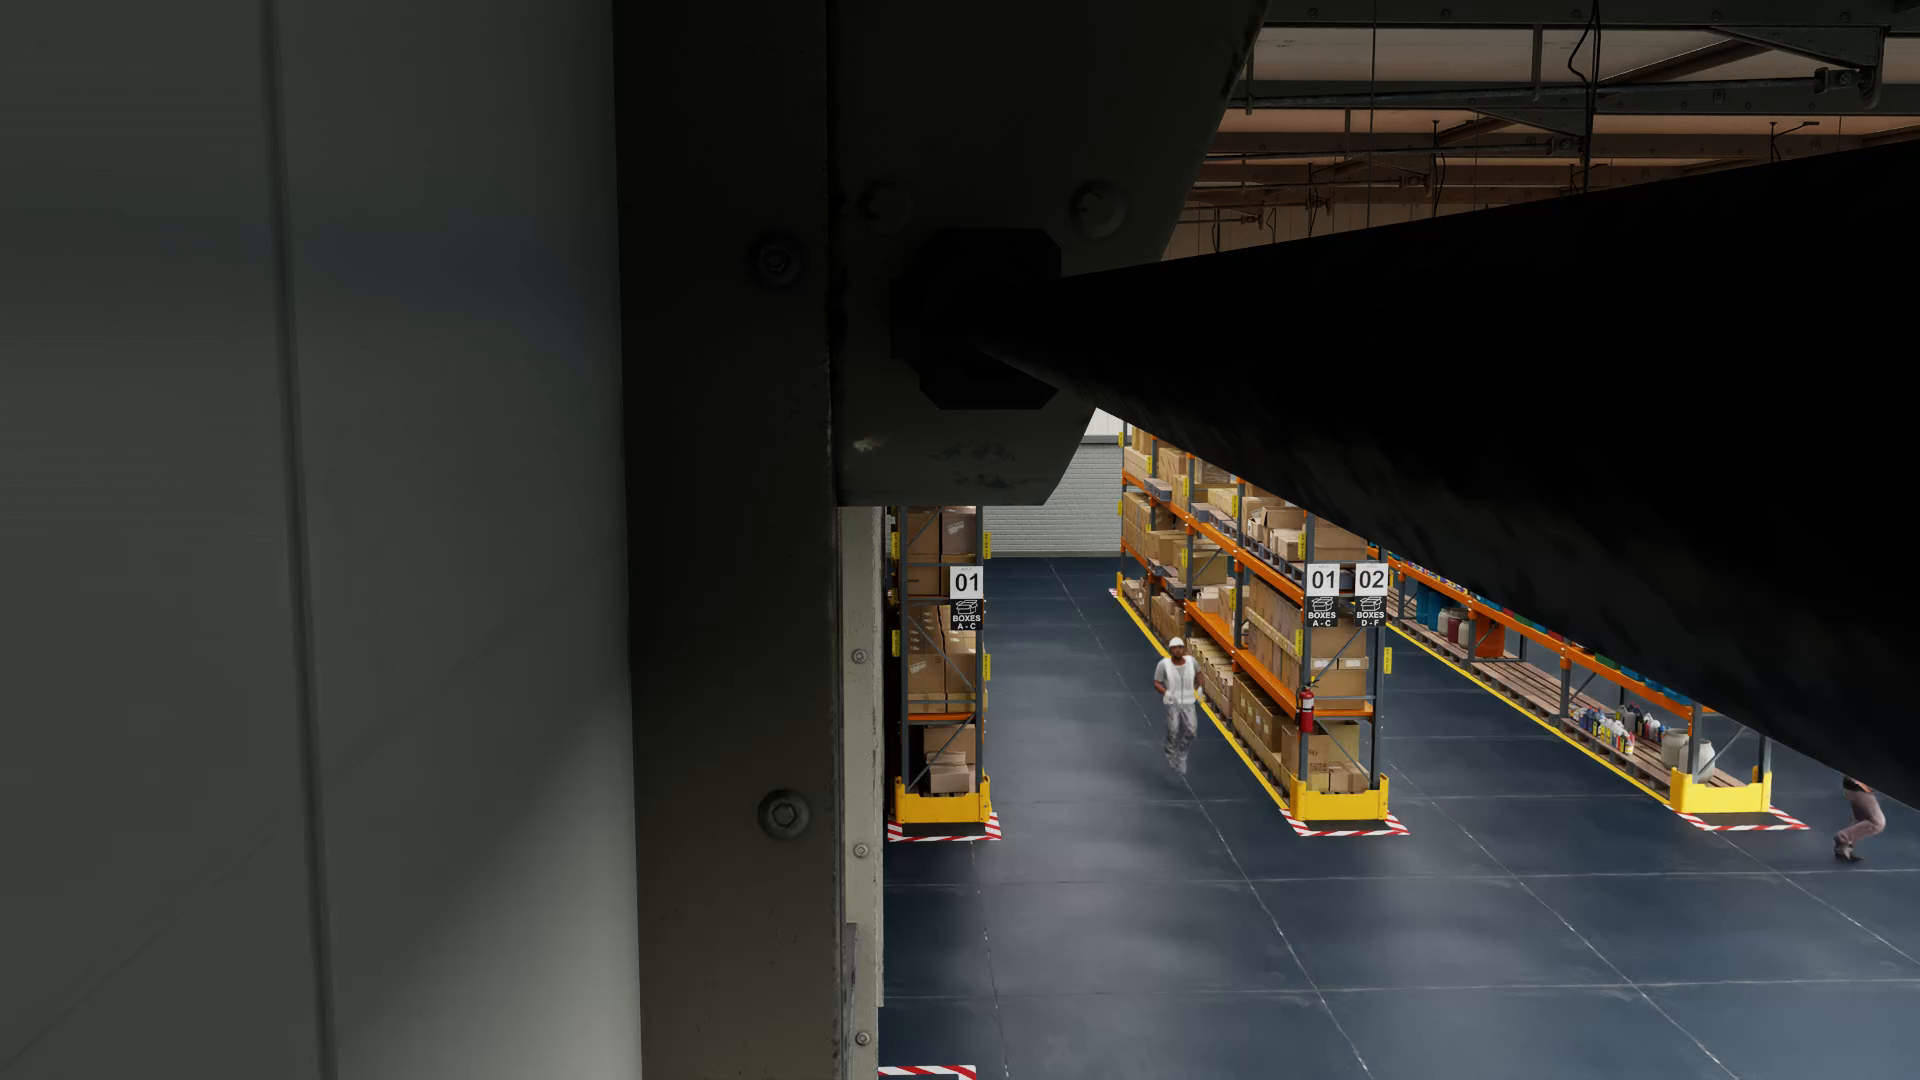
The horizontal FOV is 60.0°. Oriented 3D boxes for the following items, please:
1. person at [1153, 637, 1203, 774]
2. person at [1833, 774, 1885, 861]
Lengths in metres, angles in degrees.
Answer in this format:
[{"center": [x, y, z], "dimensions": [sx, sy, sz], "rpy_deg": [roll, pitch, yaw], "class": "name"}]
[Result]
[{"center": [2.871, 2.167, 21.680], "dimensions": [0.694, 1.809, 0.636], "rpy_deg": [-1, 8, -6], "class": "person"}, {"center": [10.307, 2.847, 18.917], "dimensions": [0.569, 1.677, 0.639], "rpy_deg": [5, 10, 33], "class": "person"}]
